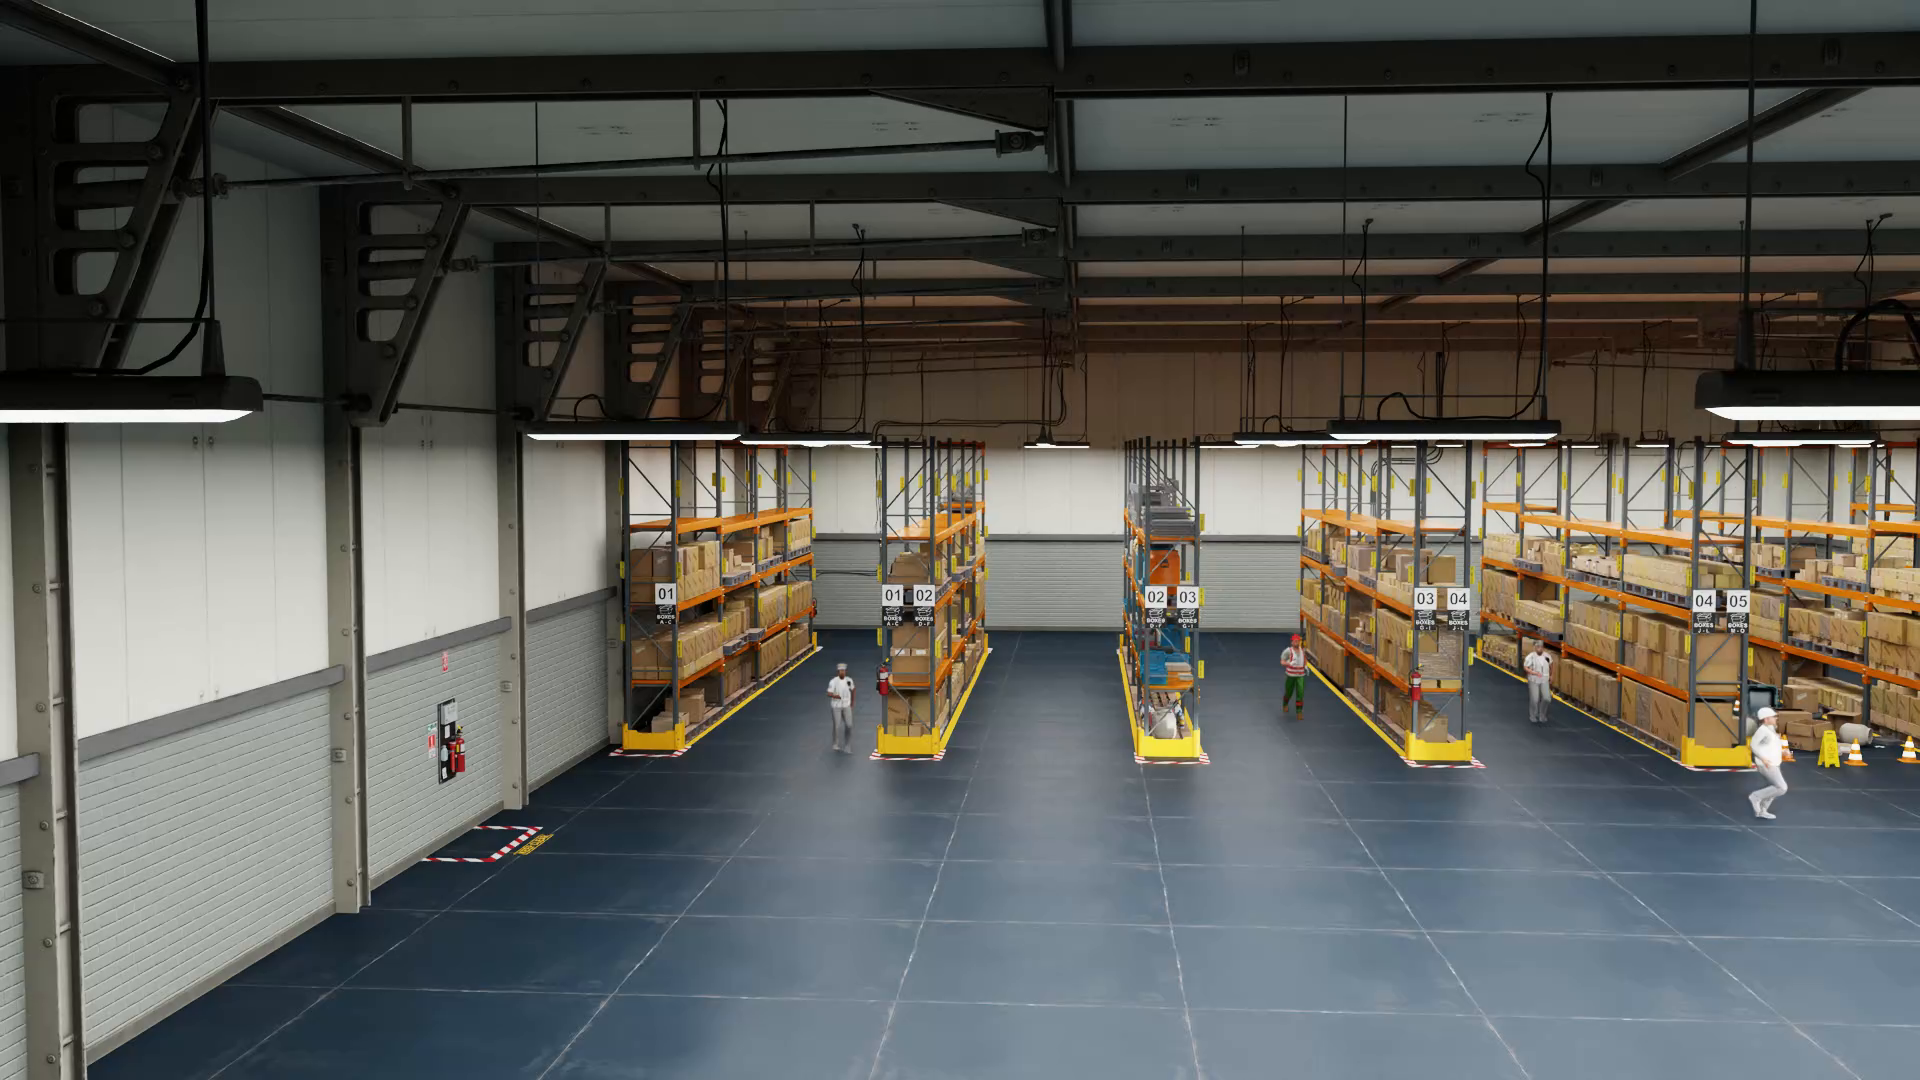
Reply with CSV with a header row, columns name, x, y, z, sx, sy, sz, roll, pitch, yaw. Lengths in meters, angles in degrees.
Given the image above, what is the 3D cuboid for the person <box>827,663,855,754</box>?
name,x,y,z,sx,sy,sz,roll,pitch,yaw
person,-2.233,3.200,31.542,0.583,1.744,0.650,-1,3,-14

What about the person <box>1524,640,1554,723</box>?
name,x,y,z,sx,sy,sz,roll,pitch,yaw
person,12.200,2.983,34.953,0.682,1.785,0.680,0,3,2

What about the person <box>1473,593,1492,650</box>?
name,x,y,z,sx,sy,sz,roll,pitch,yaw
person,15.015,2.303,47.572,0.823,1.733,0.766,1,3,10

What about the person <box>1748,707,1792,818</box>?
name,x,y,z,sx,sy,sz,roll,pitch,yaw
person,12.606,3.473,25.850,0.569,1.728,0.652,2,4,37

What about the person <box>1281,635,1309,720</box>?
name,x,y,z,sx,sy,sz,roll,pitch,yaw
person,7.143,2.895,35.508,0.664,1.772,0.999,0,3,-8
